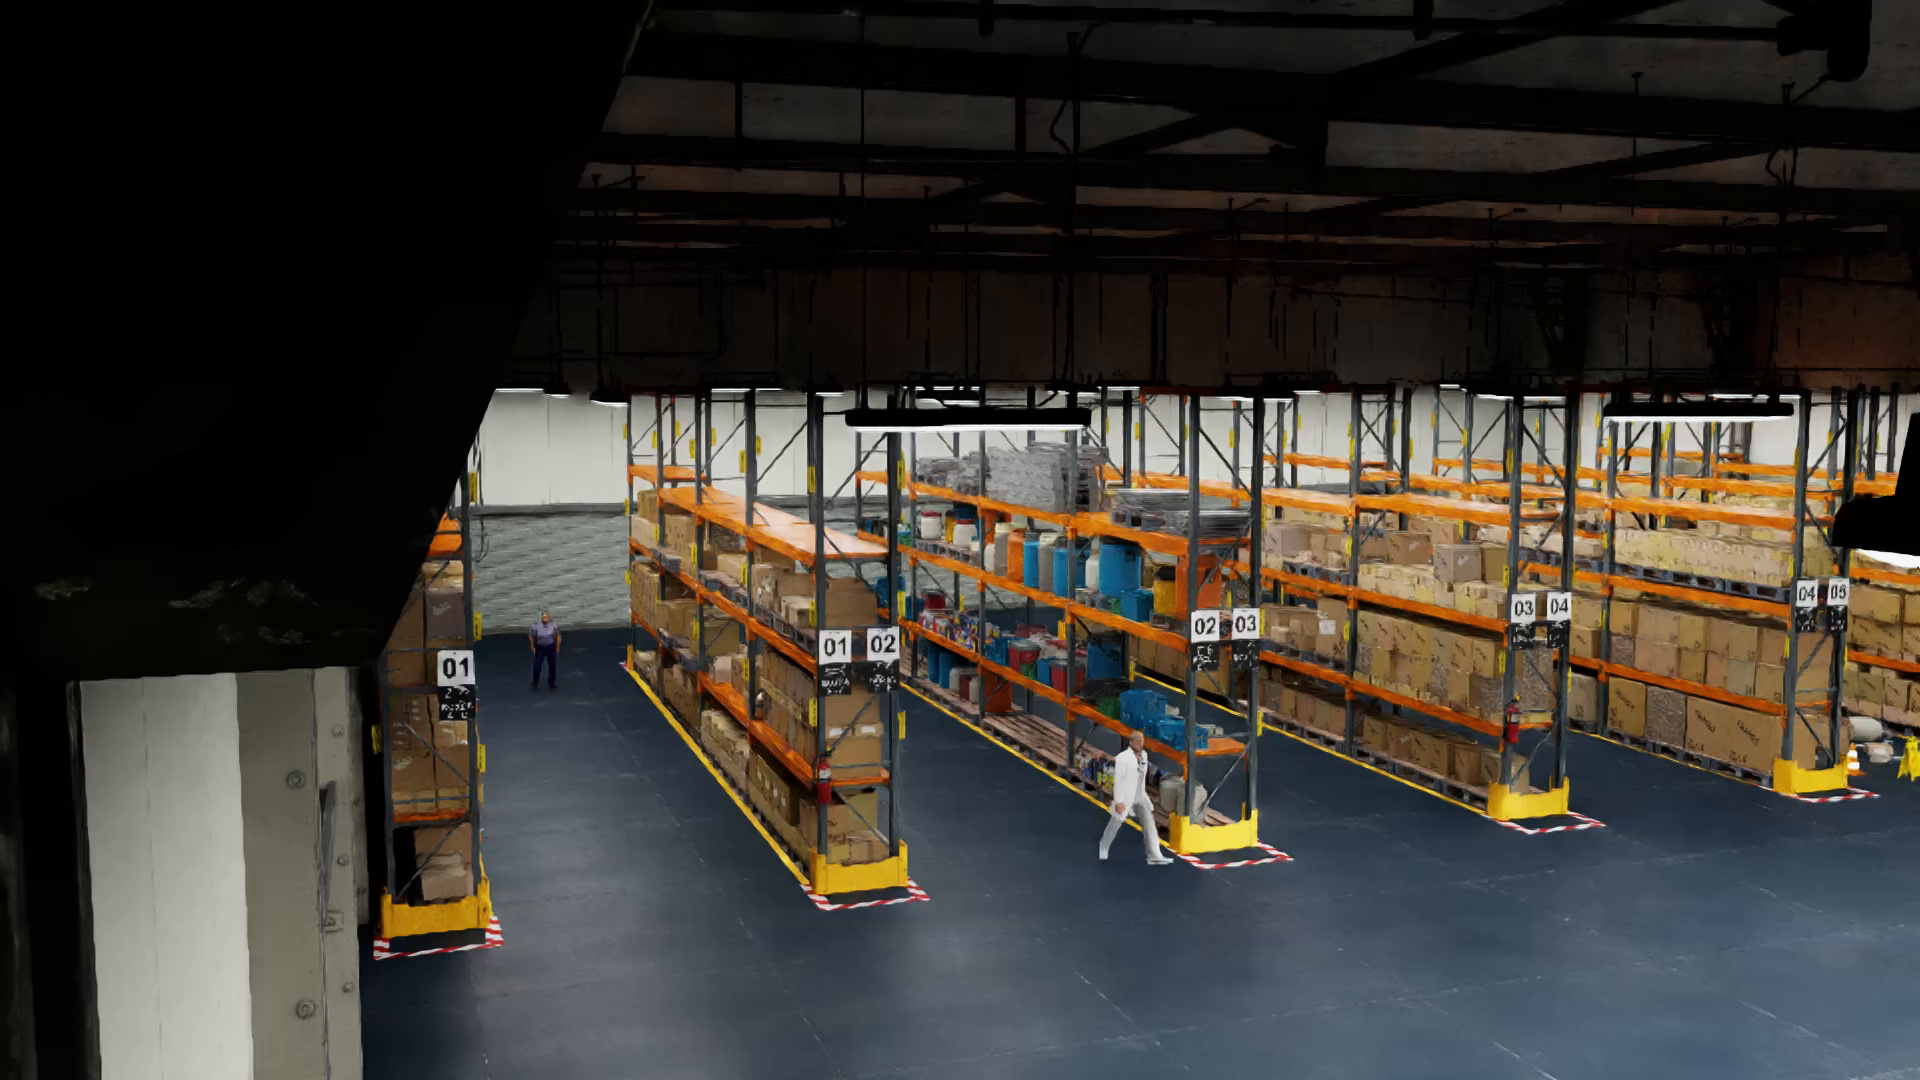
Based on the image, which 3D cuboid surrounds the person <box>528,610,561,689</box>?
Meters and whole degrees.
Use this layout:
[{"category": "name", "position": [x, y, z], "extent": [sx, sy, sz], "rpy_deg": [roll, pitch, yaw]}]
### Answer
[{"category": "person", "position": [-8.188, 2.162, 32.808], "extent": [0.625, 1.596, 0.510], "rpy_deg": [-2, 6, -21]}]

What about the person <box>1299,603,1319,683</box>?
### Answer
[{"category": "person", "position": [6.737, 2.082, 32.815], "extent": [0.598, 1.698, 1.193], "rpy_deg": [-2, 6, -16]}]

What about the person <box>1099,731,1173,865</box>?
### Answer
[{"category": "person", "position": [2.201, 3.285, 21.238], "extent": [0.635, 1.734, 1.038], "rpy_deg": [-5, 8, -38]}]
